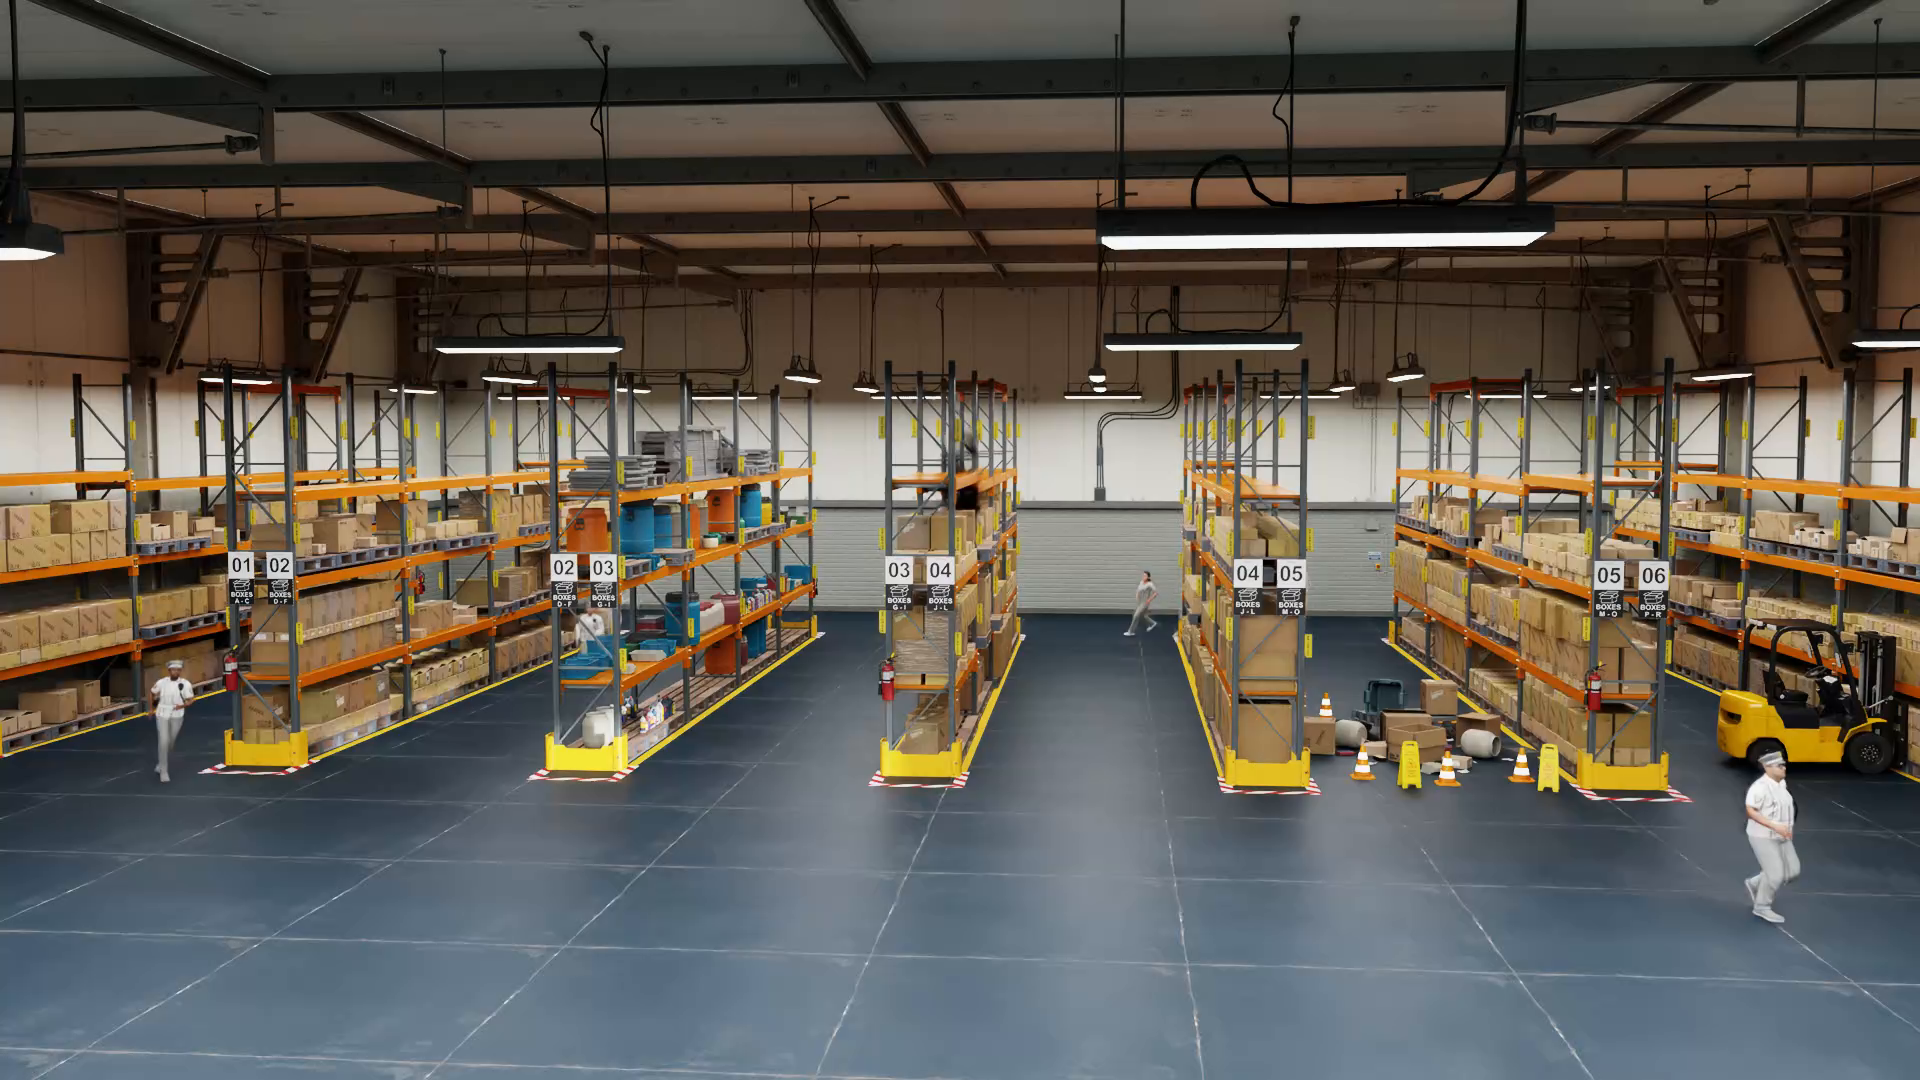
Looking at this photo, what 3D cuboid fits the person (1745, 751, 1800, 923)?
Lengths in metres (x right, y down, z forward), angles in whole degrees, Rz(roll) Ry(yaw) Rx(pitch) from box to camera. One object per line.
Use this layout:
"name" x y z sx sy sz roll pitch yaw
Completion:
"person" 8.285 3.014 16.995 0.669 1.750 0.572 -3 5 -37

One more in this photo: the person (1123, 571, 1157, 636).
"person" 4.519 1.538 40.456 0.918 1.597 0.644 -2 4 -30

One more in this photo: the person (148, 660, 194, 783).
"person" -11.374 2.576 24.003 0.596 1.691 0.865 -2 4 -32

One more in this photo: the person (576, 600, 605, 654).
"person" -7.277 2.012 32.656 0.593 1.655 0.624 0 4 -4

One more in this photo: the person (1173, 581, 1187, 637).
"person" 5.596 1.500 40.364 0.837 1.740 0.665 0 4 -6
